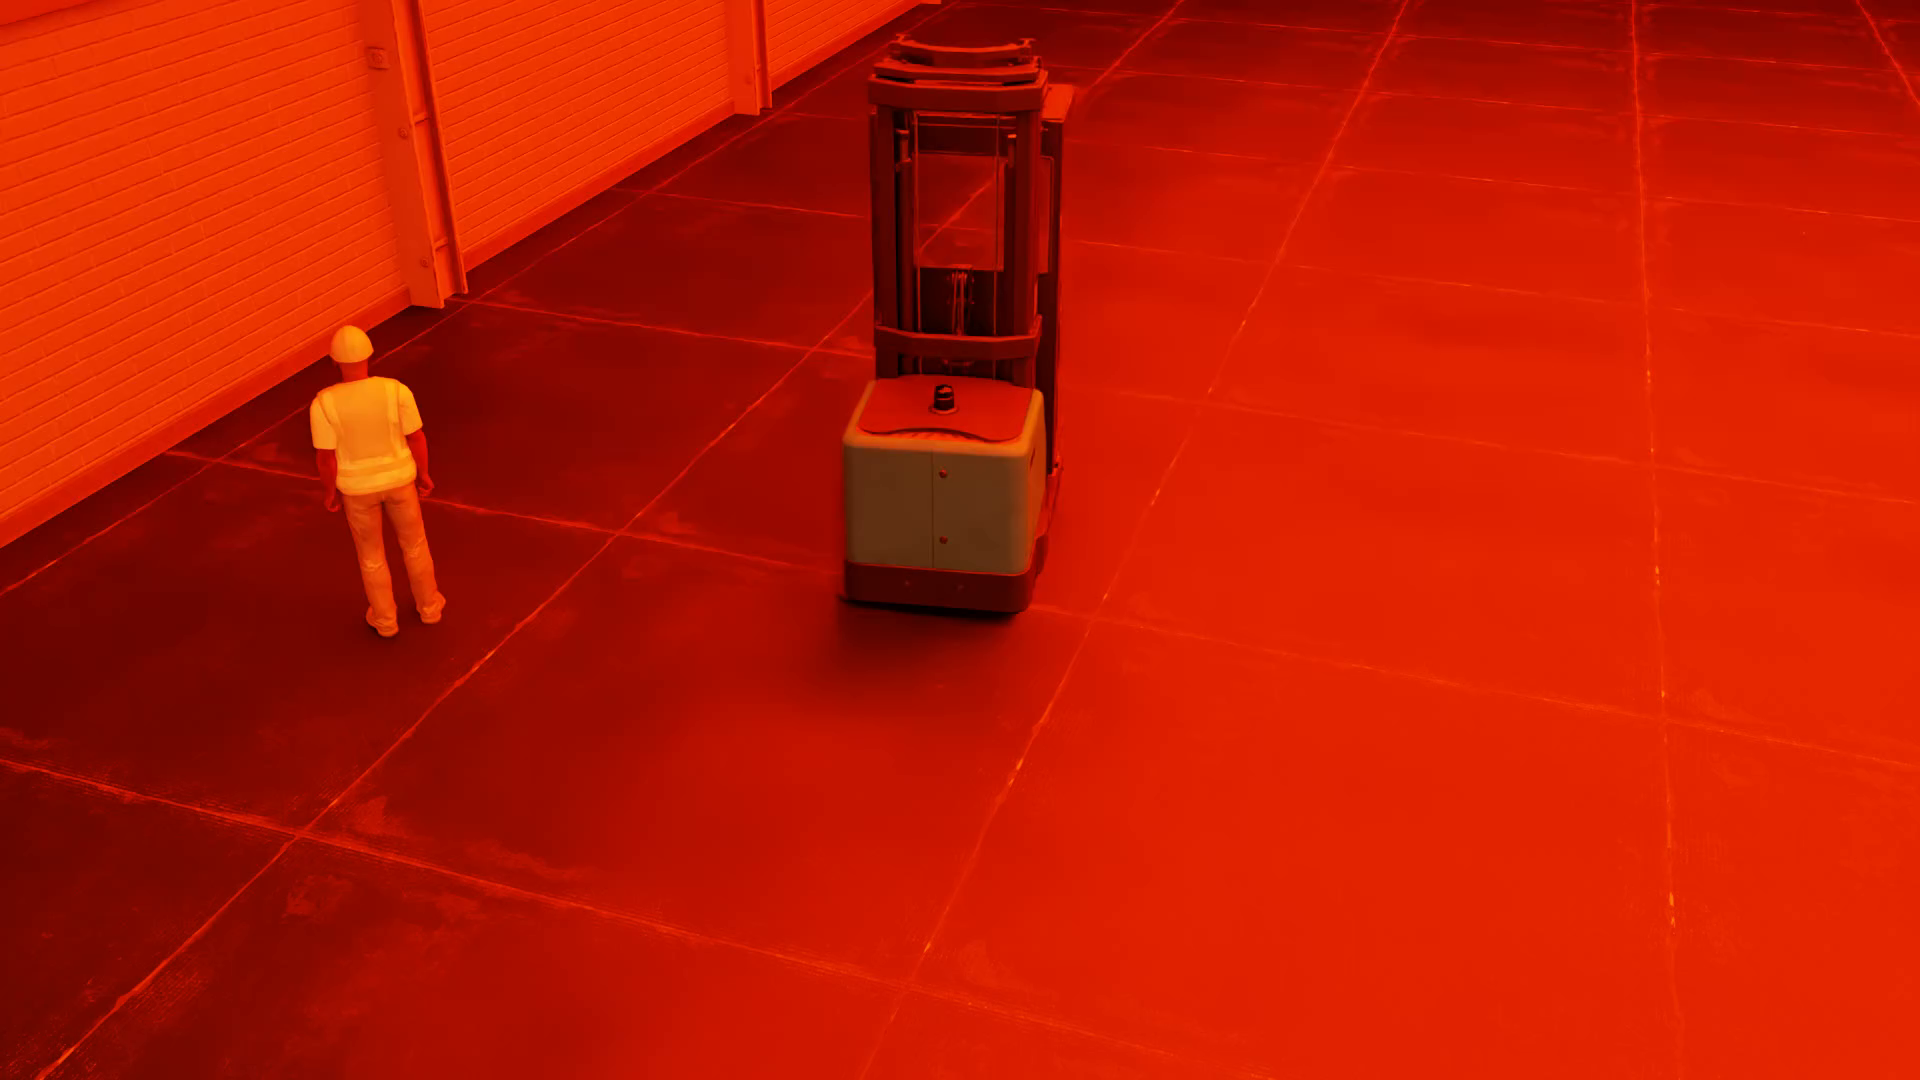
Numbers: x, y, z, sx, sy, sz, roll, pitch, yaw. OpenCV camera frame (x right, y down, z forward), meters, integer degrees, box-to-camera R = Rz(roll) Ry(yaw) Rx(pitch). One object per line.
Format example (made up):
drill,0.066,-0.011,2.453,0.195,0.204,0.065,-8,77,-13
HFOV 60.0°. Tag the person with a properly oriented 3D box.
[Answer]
person,-3.111,-0.316,8.866,0.564,1.771,0.370,-14,32,-23

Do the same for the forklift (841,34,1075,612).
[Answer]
forklift,0.073,-1.581,9.909,1.130,2.935,3.031,4,30,7
